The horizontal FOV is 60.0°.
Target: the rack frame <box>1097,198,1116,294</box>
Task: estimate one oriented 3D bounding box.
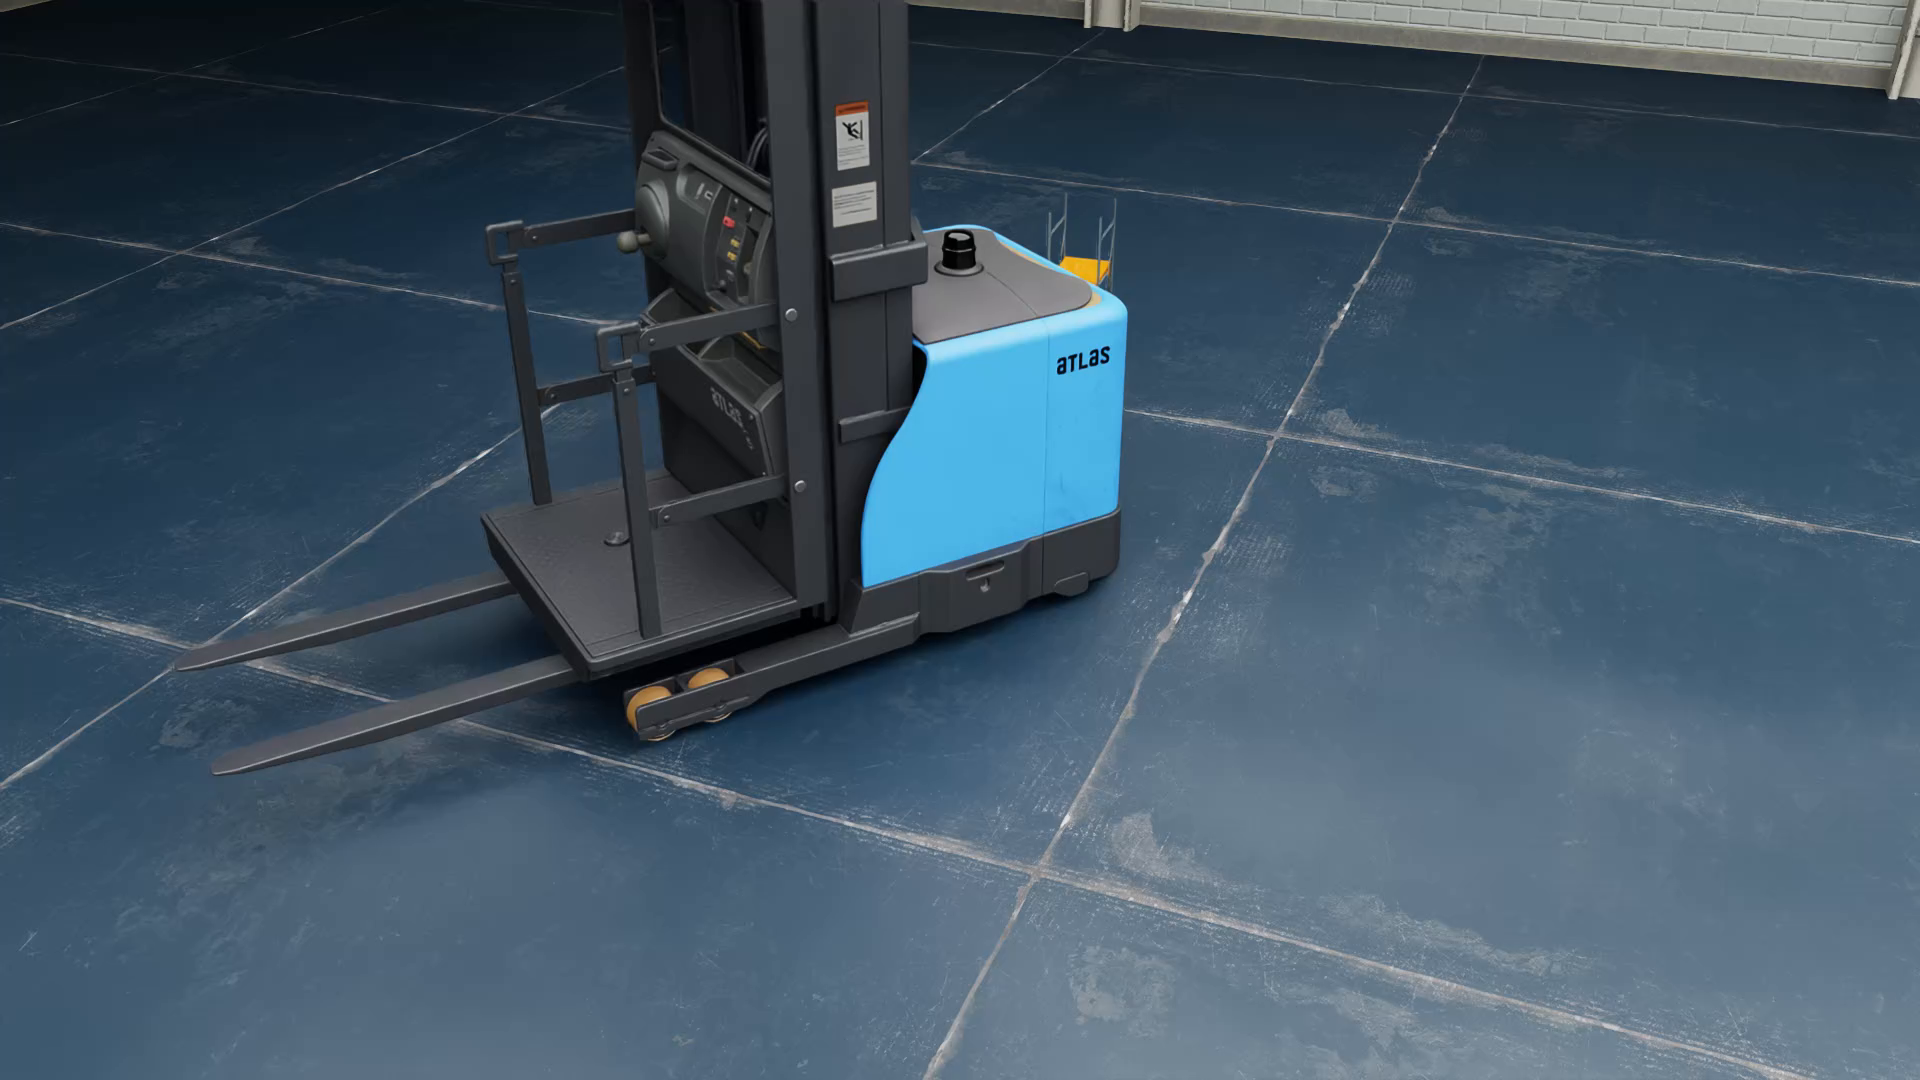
[{"bbox_3d":[0.524,-0.653,6.186,0.006,1.200,0.240,9,31,15],"label":"rack frame"}]

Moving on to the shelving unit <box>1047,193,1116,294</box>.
[{"bbox_3d":[0.436,-0.667,6.210,0.189,1.200,0.258,9,31,15],"label":"shelving unit"}]

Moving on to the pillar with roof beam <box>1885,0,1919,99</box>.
[{"bbox_3d":[5.203,-5.117,6.158,0.400,9.000,9.100,11,31,19],"label":"pillar with roof beam"}]

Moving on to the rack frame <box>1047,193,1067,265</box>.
[{"bbox_3d":[0.349,-0.680,6.233,0.006,1.200,0.240,9,31,15],"label":"rack frame"}]

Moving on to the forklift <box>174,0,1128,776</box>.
[{"bbox_3d":[-0.960,-0.951,4.954,3.031,2.935,1.130,-17,33,-27],"label":"forklift"}]

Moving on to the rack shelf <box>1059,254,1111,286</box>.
[{"bbox_3d":[0.437,-0.942,6.055,0.180,0.103,0.258,9,31,15],"label":"rack shelf"}]

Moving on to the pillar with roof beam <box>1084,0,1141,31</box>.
[{"bbox_3d":[-0.357,-6.227,8.122,0.400,9.000,9.100,11,31,19],"label":"pillar with roof beam"}]
